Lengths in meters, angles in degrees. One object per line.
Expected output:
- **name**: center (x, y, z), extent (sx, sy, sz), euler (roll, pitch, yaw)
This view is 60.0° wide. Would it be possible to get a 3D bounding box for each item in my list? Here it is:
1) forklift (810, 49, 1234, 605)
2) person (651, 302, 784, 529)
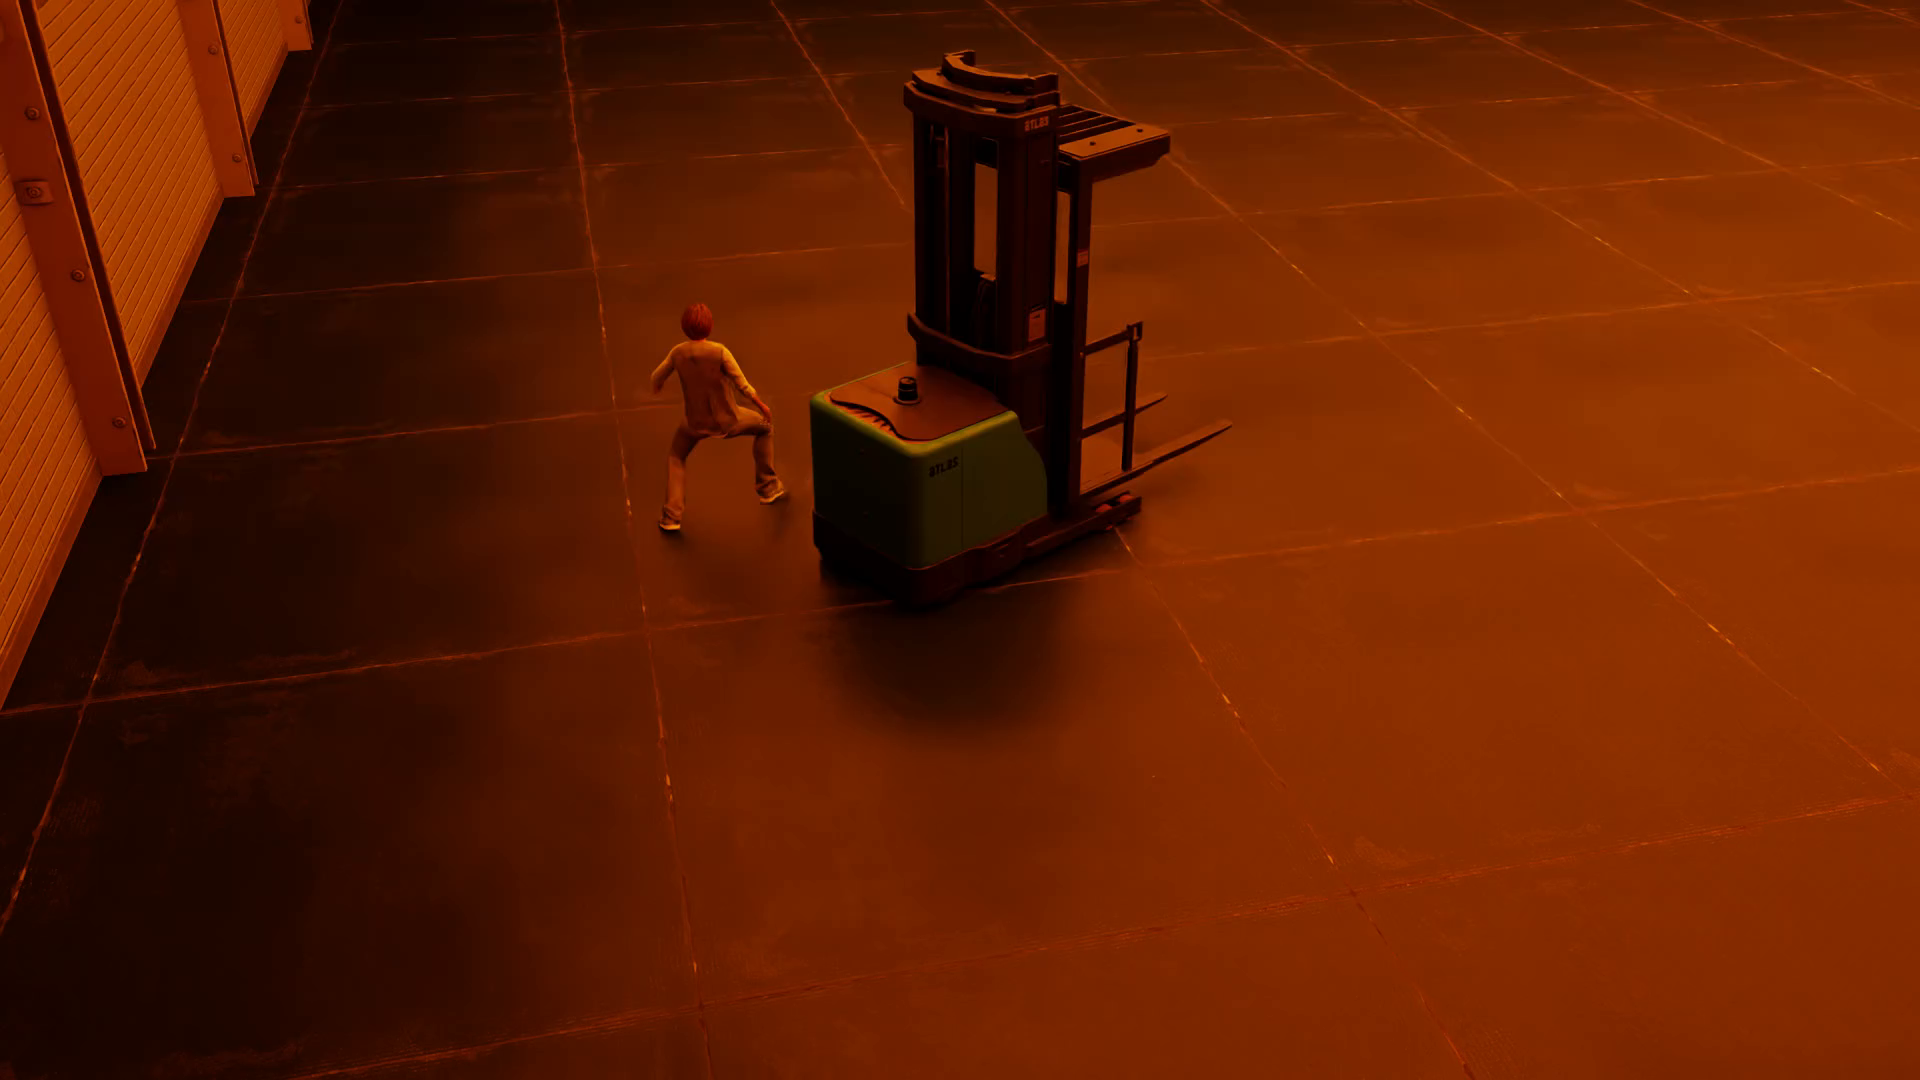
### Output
- **forklift**: center (0.532, -1.504, 10.173), extent (3.031, 2.935, 1.130), euler (-24, 38, -35)
- **person**: center (-1.605, -0.797, 10.461), extent (0.821, 1.482, 0.651), euler (6, 31, 9)
